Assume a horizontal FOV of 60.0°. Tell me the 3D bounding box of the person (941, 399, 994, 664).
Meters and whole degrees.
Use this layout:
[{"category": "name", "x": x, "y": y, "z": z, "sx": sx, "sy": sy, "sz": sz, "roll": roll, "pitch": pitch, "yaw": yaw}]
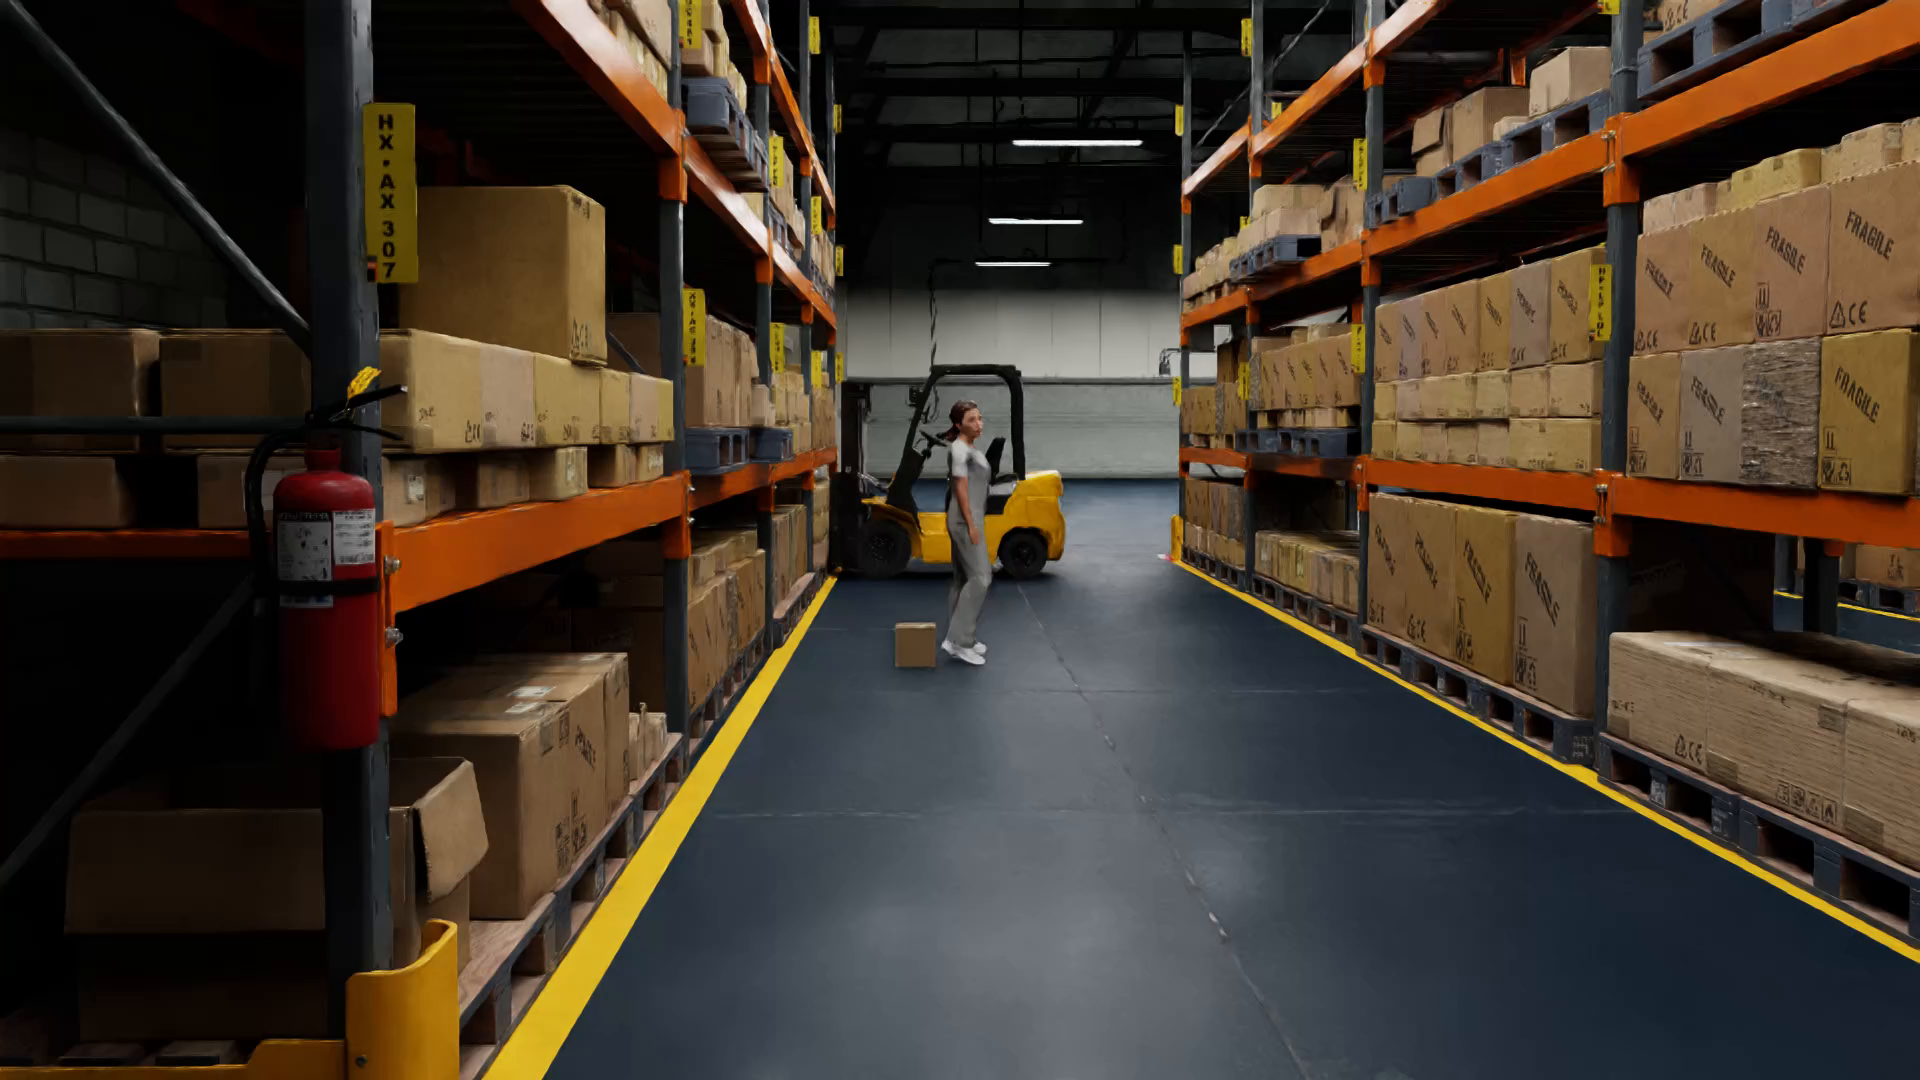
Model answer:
[{"category": "person", "x": 0.050, "y": -0.058, "z": 10.784, "sx": 0.339, "sy": 1.703, "sz": 0.486, "roll": 0, "pitch": 4, "yaw": 3}]
